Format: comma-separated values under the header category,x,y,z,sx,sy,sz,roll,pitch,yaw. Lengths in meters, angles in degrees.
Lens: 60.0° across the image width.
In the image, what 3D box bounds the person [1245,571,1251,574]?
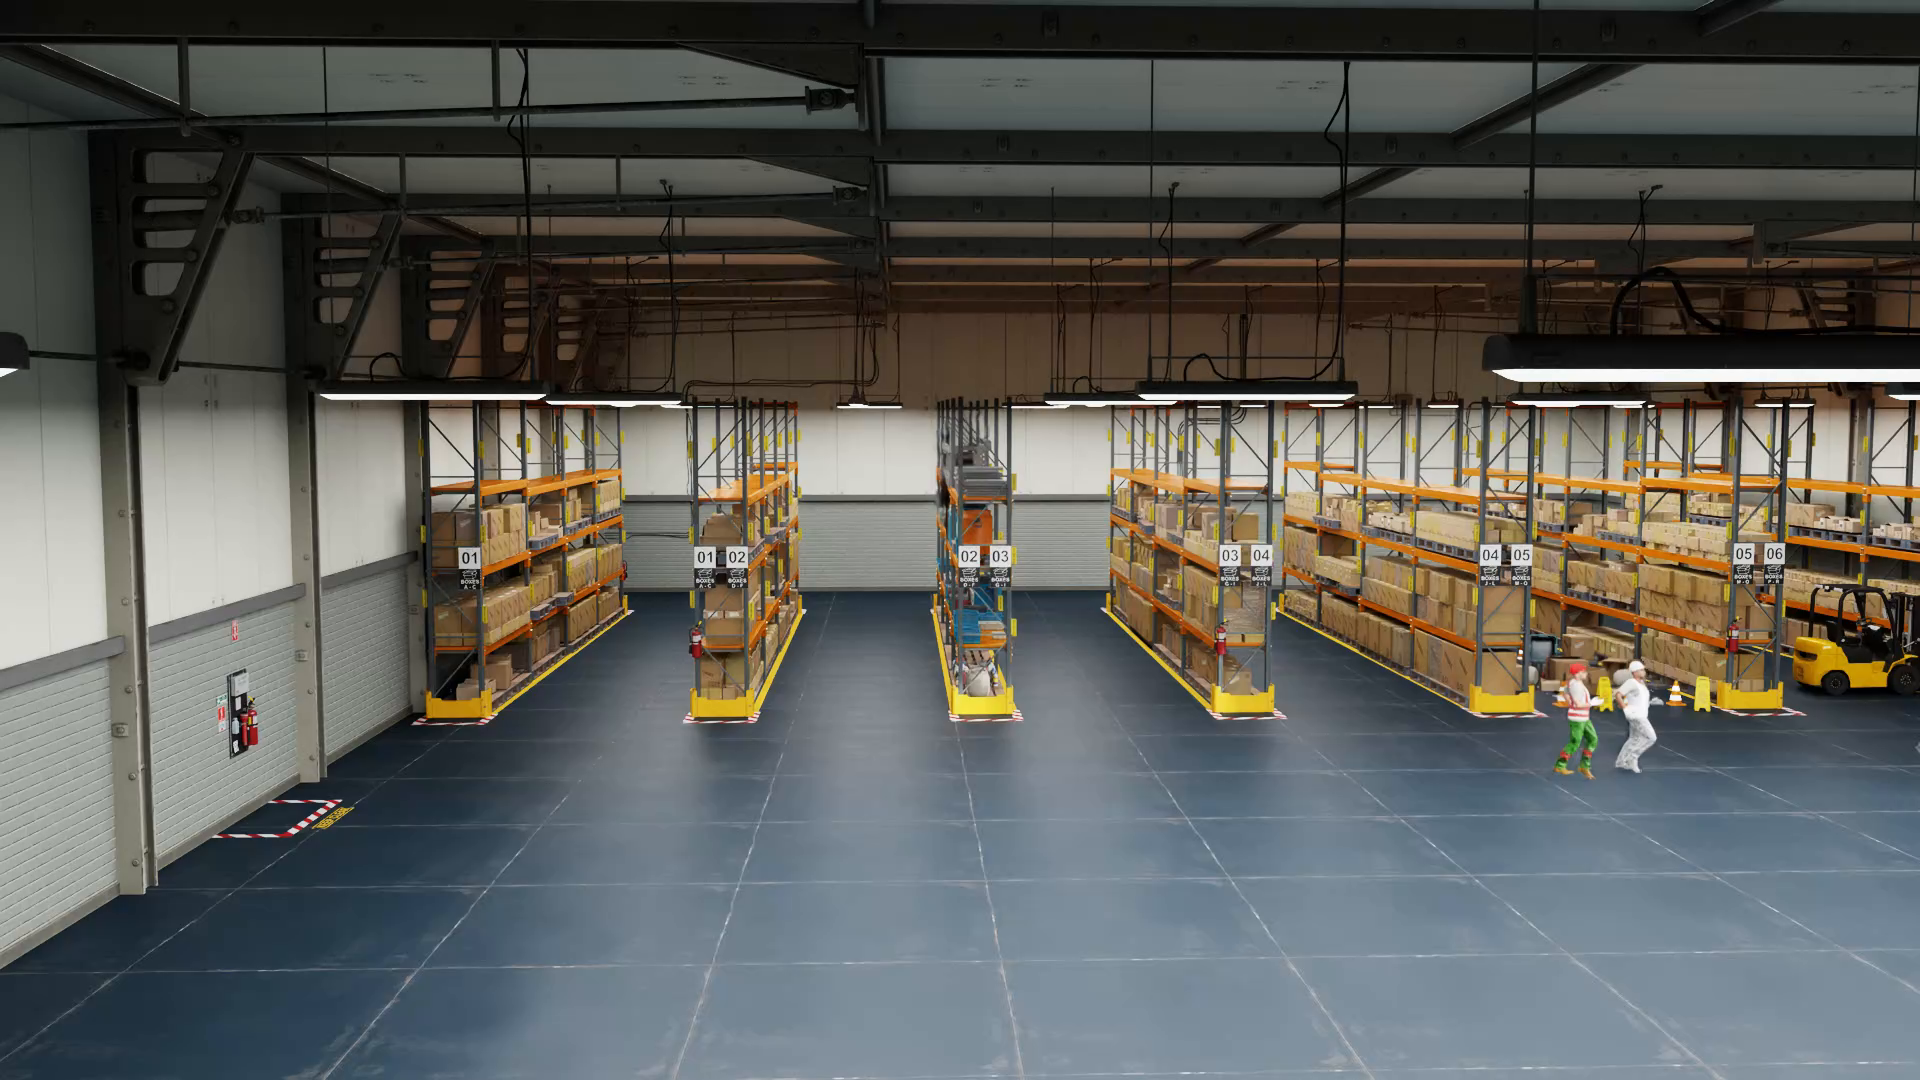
category,x,y,z,sx,sy,sz,roll,pitch,yaw
person,8.038,1.186,47.926,0.778,1.681,0.603,1,5,14

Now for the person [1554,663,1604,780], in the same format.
category,x,y,z,sx,sy,sz,roll,pitch,yaw
person,9.649,2.831,25.894,0.720,1.839,0.631,2,5,27

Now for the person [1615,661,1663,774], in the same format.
category,x,y,z,sx,sy,sz,roll,pitch,yaw
person,10.742,2.802,26.295,0.683,1.768,0.660,3,5,30
